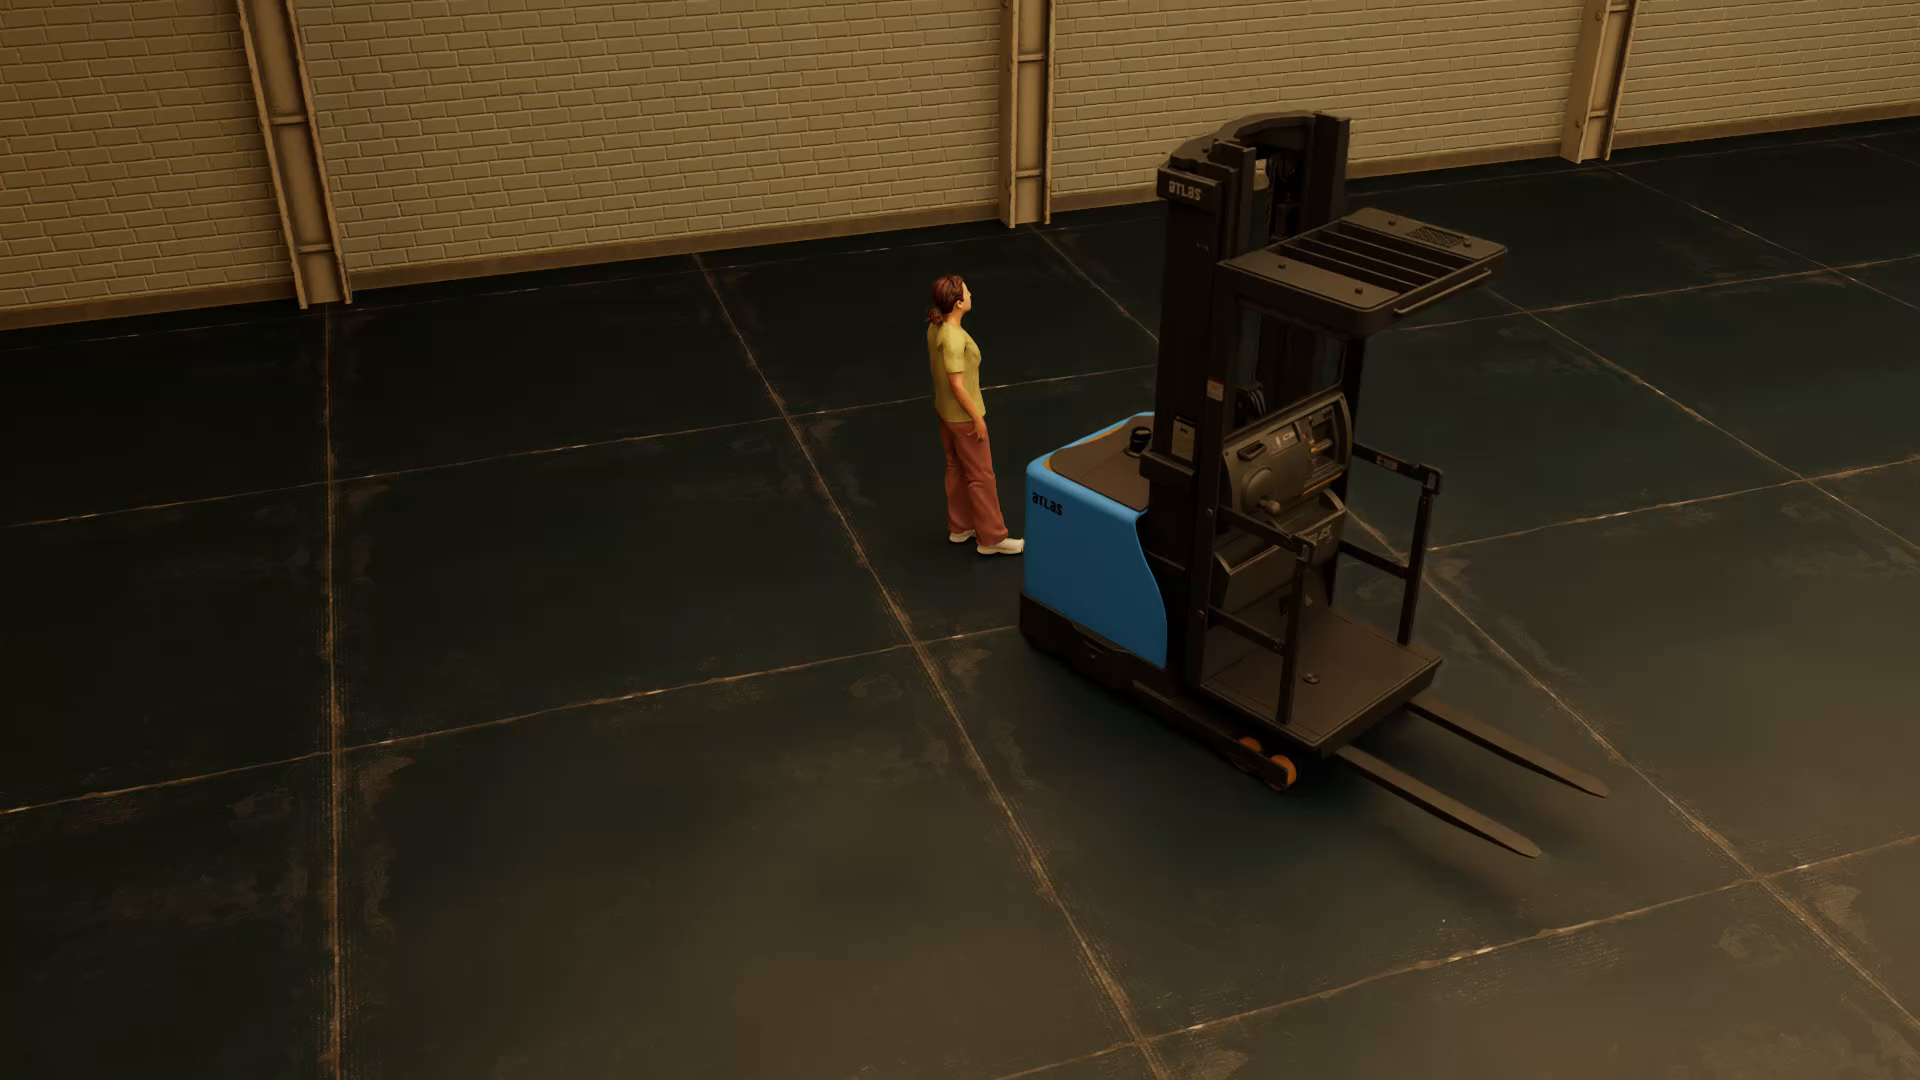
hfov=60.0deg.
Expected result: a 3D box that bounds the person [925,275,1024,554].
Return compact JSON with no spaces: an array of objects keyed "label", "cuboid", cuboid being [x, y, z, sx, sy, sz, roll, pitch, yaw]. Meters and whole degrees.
[{"label":"person","cuboid":[0.074,-0.739,9.616,0.548,1.673,0.554,-10,31,-16]}]

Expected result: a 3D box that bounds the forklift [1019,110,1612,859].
[{"label":"forklift","cuboid":[1.697,-0.366,7.723,1.130,2.935,3.031,-25,38,-36]}]
